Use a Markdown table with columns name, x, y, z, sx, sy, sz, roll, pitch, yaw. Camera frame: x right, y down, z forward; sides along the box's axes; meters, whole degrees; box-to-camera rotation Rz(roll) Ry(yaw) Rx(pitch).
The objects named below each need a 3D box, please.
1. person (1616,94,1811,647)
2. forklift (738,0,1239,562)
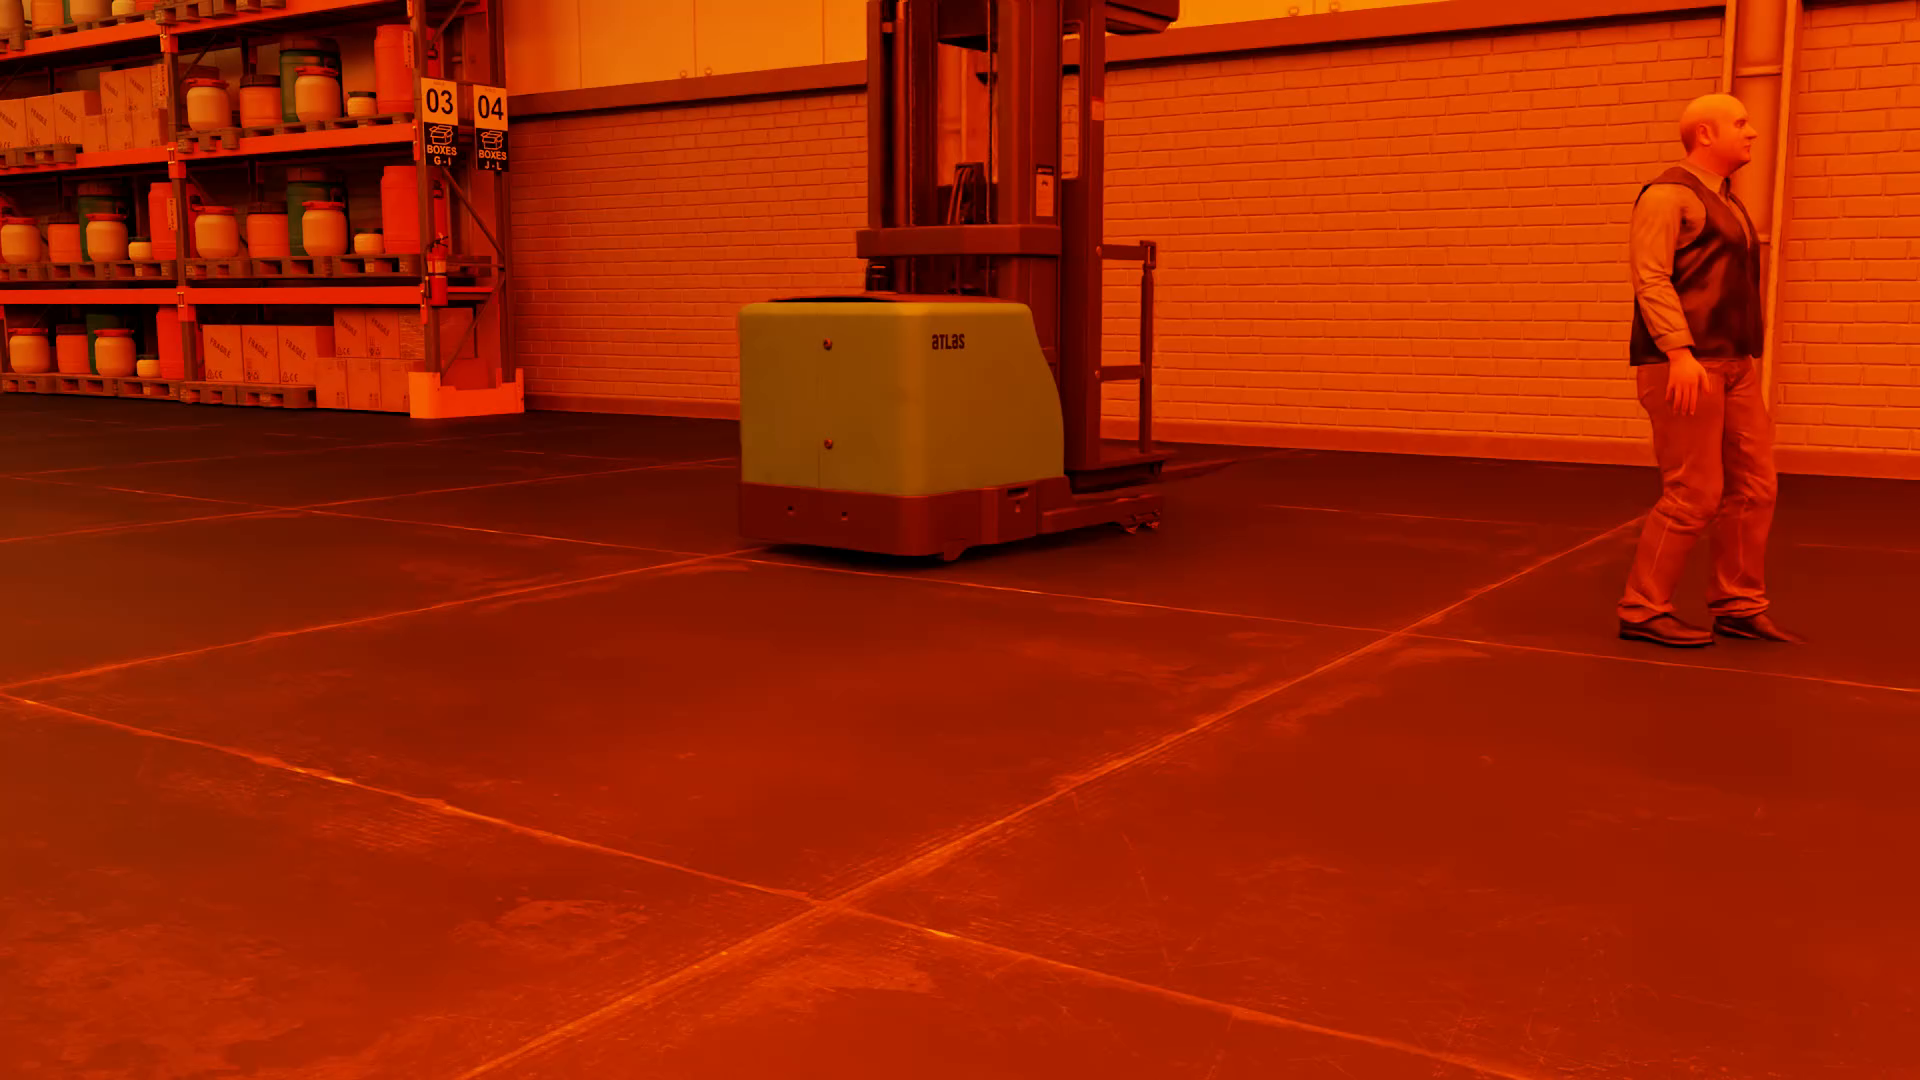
| name | x | y | z | sx | sy | sz | roll | pitch | yaw |
| --- | --- | --- | --- | --- | --- | --- | --- | --- | --- |
| person | 2.380 | -0.507 | 5.216 | 0.614 | 1.751 | 0.513 | -8 | 11 | -43 |
| forklift | 0.333 | -1.523 | 7.902 | 1.130 | 2.935 | 3.031 | 6 | 10 | 37 |
